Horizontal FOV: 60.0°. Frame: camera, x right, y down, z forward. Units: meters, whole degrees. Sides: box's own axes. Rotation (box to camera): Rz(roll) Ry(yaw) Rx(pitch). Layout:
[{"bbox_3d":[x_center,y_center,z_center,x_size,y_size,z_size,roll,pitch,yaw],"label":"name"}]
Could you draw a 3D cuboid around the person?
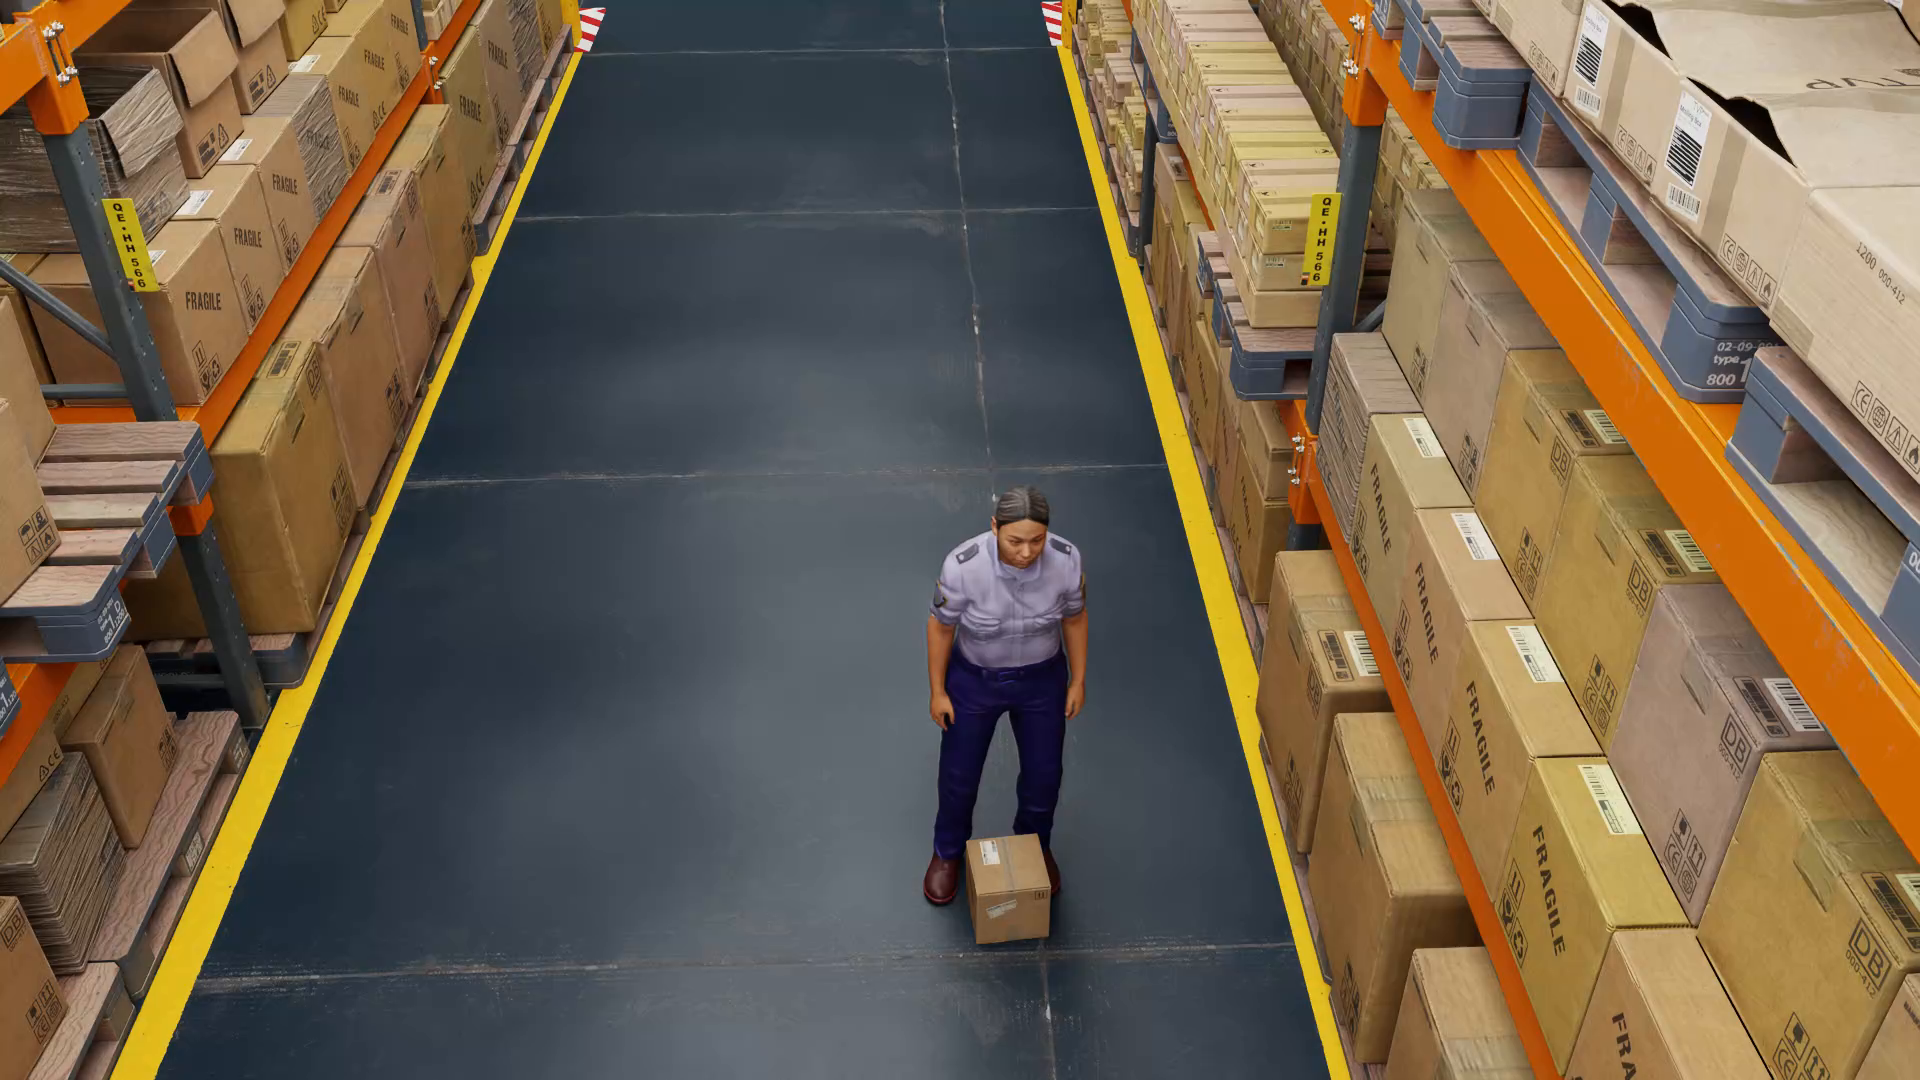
[{"bbox_3d":[0.141,0.496,5.478,0.565,1.626,0.373,-4,36,-5],"label":"person"}]
